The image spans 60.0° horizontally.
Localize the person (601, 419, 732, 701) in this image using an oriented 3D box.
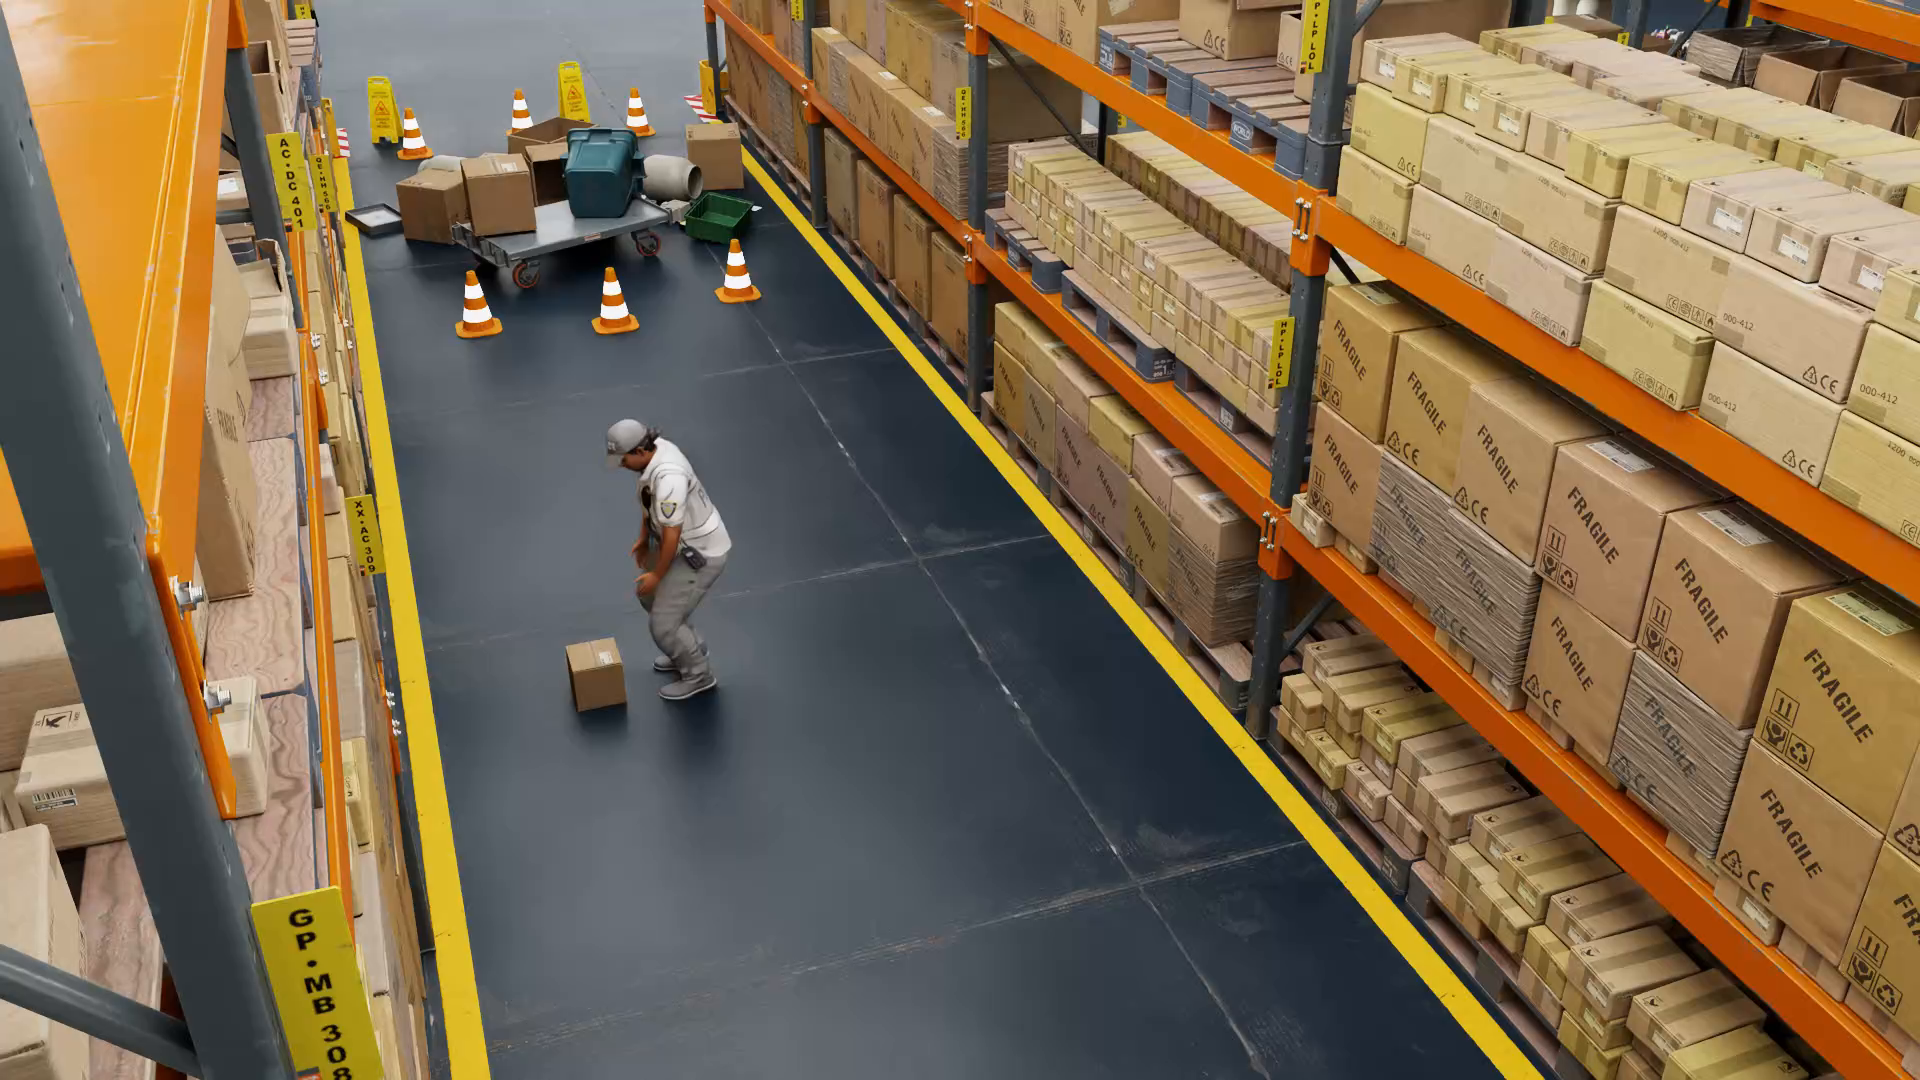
[{"bbox_3d":[-1.444,0.076,8.341,0.591,1.541,0.519,-10,31,-17],"label":"person"}]
